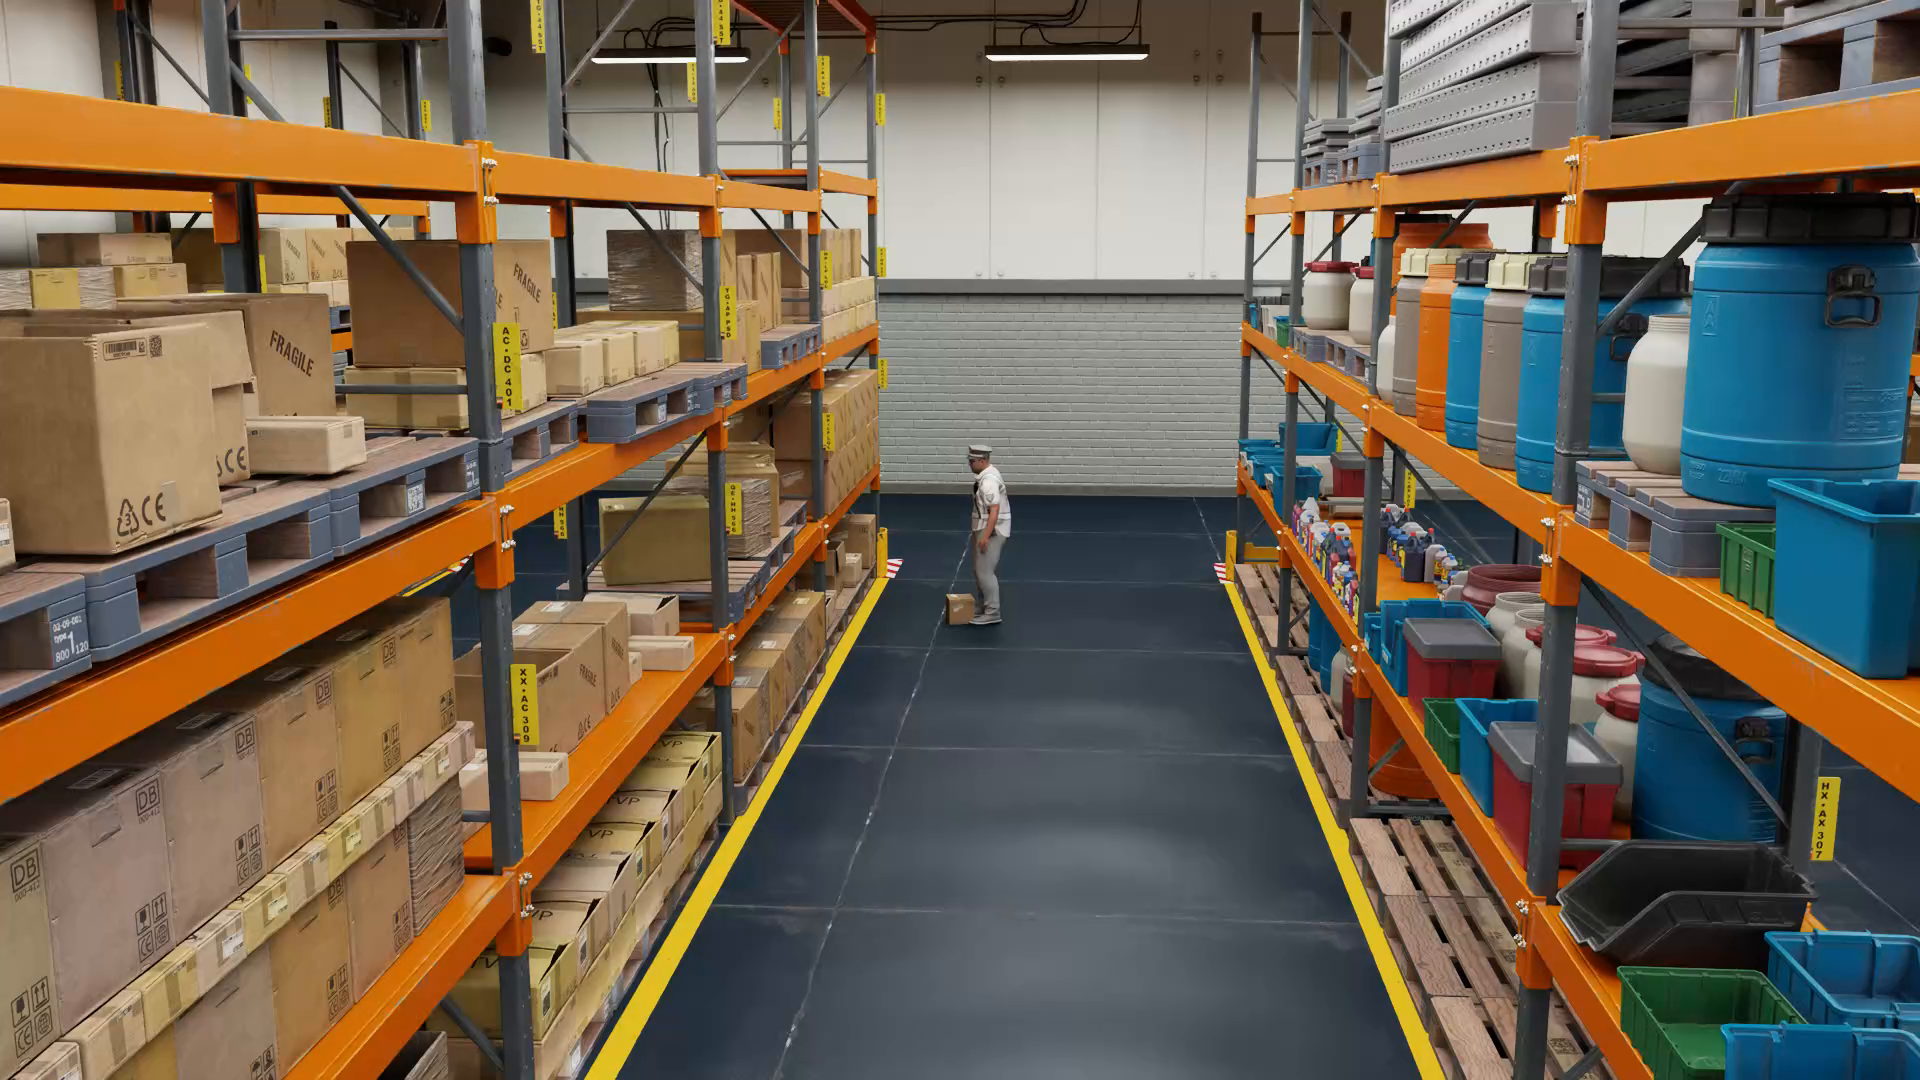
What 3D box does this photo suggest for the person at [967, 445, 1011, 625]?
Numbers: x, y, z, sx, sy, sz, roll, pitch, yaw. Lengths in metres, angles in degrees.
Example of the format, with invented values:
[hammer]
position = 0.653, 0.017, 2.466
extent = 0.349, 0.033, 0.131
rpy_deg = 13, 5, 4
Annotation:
[person]
position = 0.271, -0.066, 16.250
extent = 0.434, 1.749, 0.585
rpy_deg = -1, 11, -6
